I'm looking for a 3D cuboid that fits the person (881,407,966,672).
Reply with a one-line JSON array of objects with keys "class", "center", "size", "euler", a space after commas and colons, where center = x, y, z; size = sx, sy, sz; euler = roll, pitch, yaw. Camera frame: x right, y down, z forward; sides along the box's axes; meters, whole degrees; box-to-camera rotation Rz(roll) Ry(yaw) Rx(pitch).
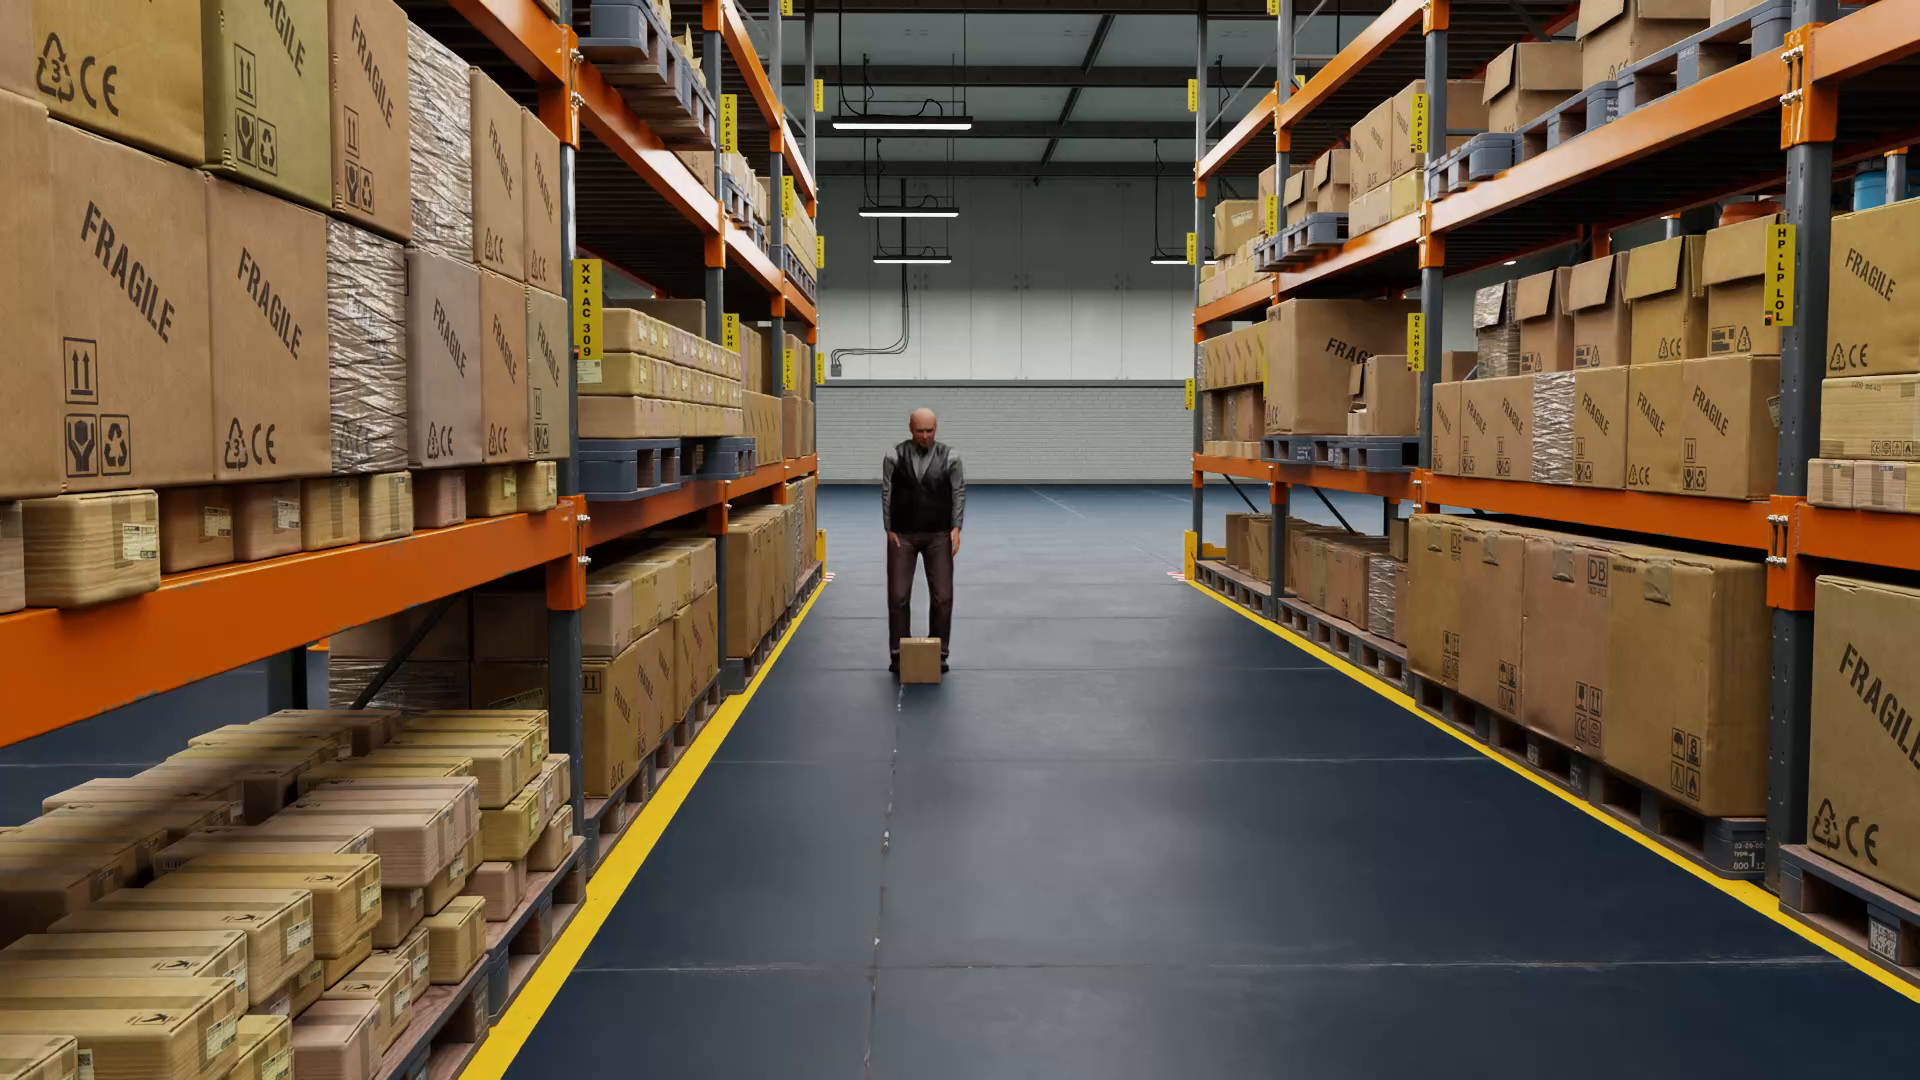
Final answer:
[{"class": "person", "center": [-0.234, -0.004, 10.732], "size": [0.546, 1.697, 0.385], "euler": [0, 4, 0]}]
